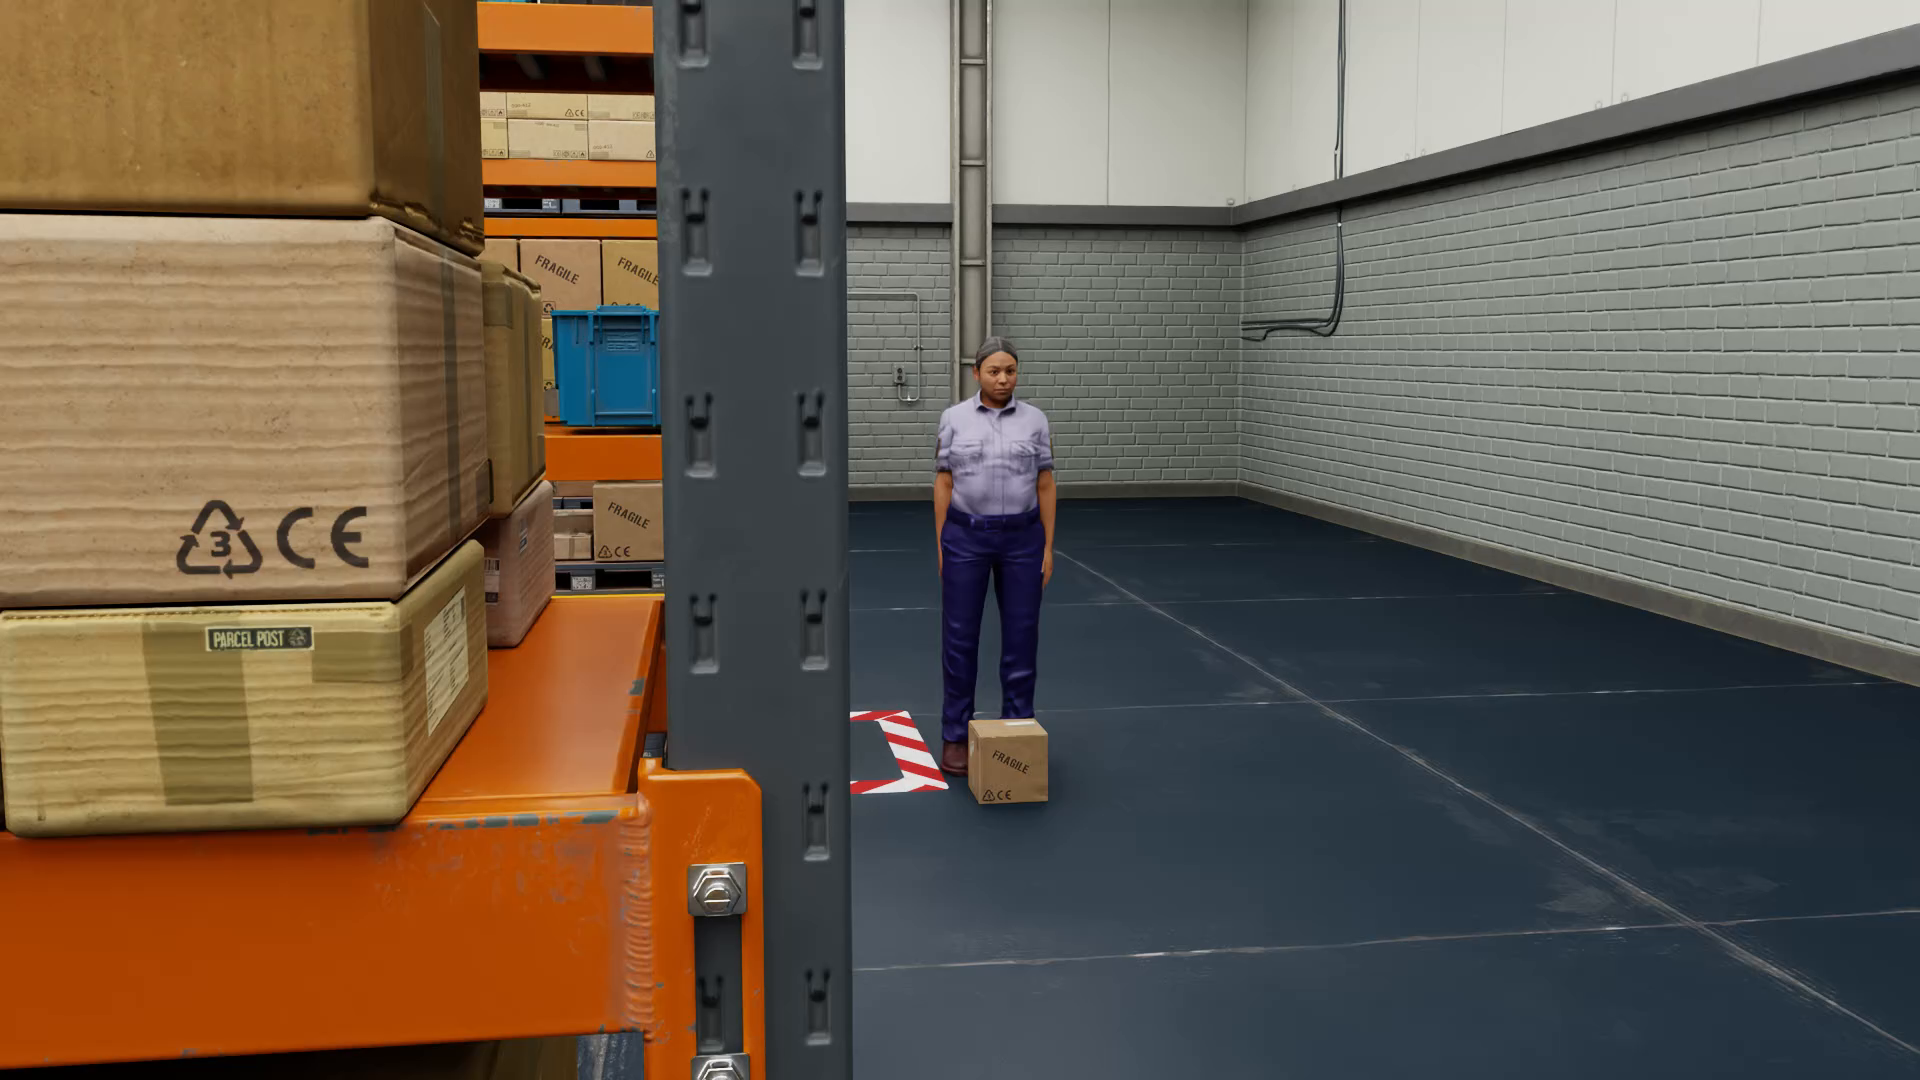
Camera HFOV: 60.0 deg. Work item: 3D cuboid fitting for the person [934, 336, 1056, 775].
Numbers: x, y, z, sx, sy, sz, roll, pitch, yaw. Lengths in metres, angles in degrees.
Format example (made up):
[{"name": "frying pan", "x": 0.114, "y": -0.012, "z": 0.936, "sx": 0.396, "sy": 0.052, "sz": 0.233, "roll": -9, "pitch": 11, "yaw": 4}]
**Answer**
[{"name": "person", "x": 0.141, "y": 0.051, "z": 6.419, "sx": 0.478, "sy": 1.663, "sz": 0.368, "roll": -1, "pitch": 7, "yaw": -4}]
